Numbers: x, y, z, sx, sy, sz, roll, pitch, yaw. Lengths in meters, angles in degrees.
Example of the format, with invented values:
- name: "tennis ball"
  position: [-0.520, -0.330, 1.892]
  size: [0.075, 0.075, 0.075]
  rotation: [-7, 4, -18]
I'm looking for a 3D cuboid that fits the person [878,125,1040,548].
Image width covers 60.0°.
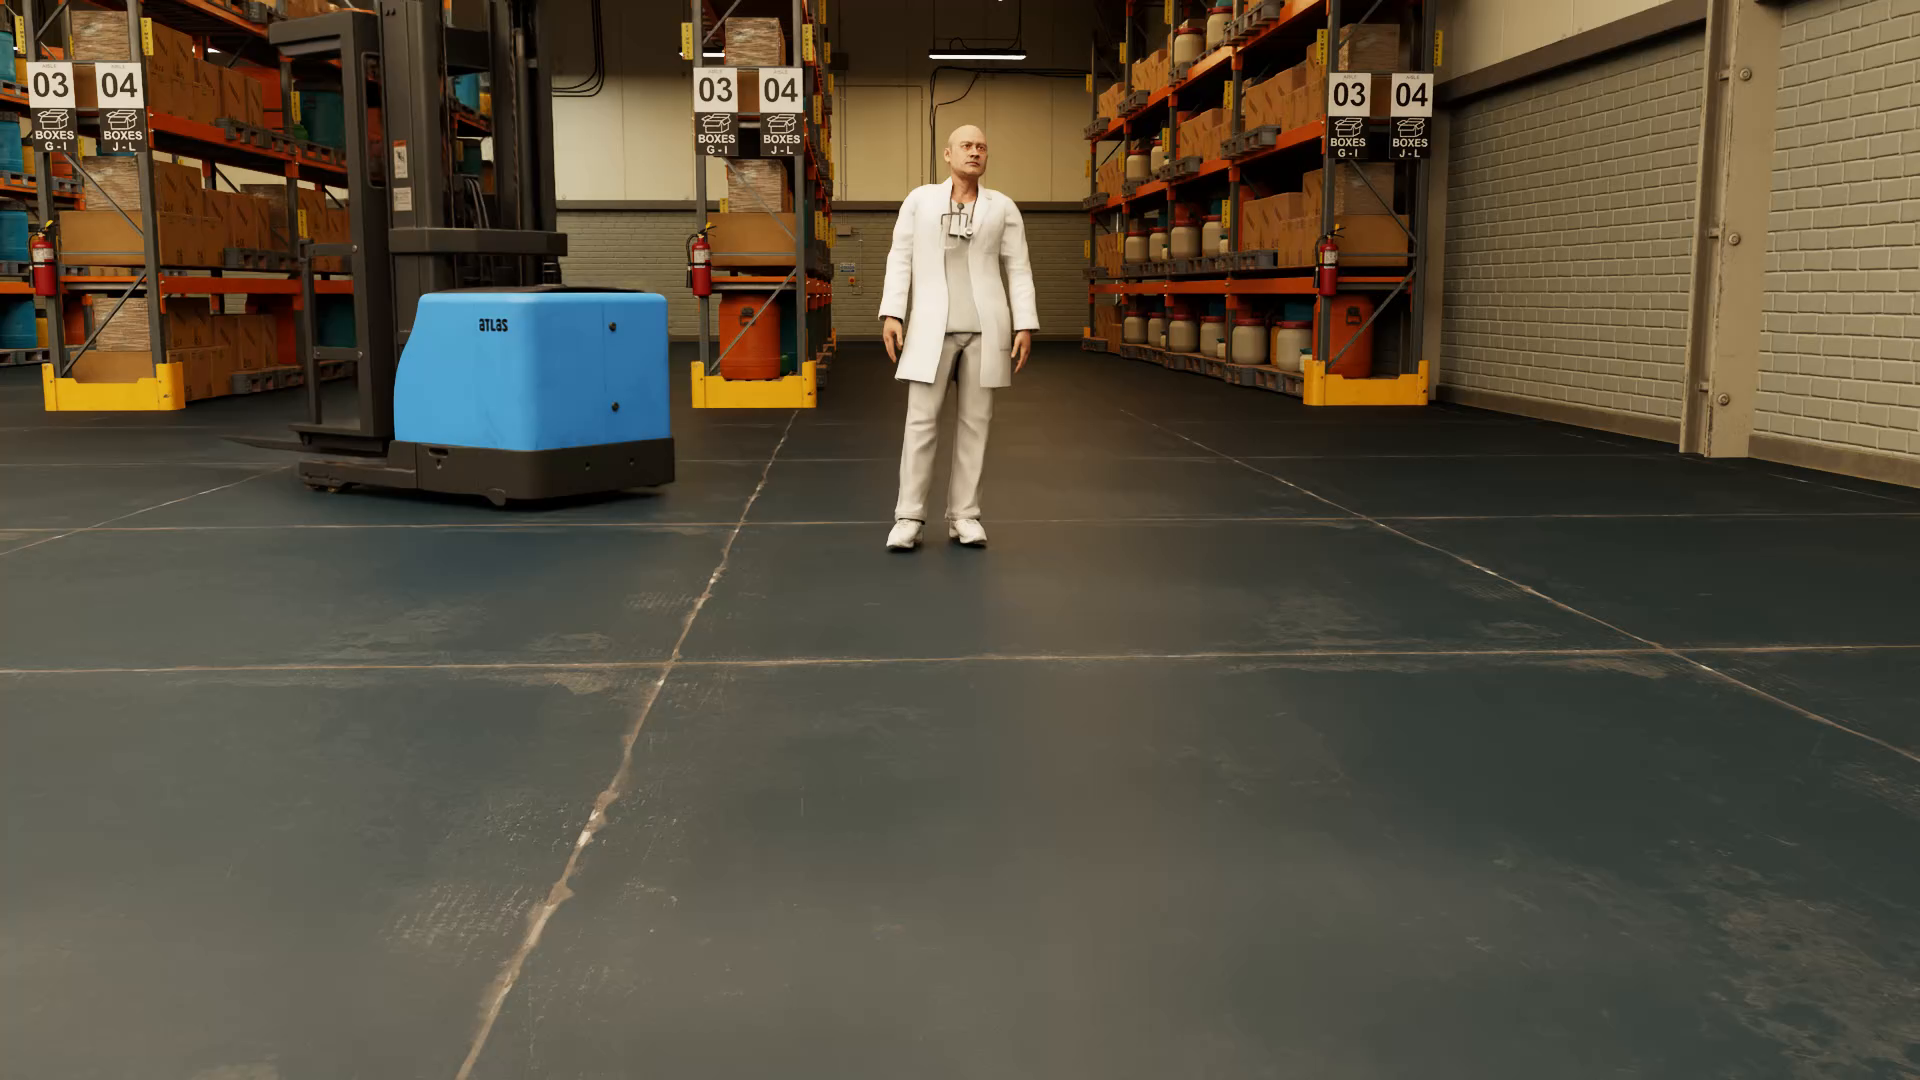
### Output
- name: "person"
  position: [0.001, -0.873, 7.089]
  size: [0.694, 1.775, 0.581]
  rotation: [-1, 8, -4]

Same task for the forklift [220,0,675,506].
- name: "forklift"
  position: [-3.023, -1.762, 9.195]
  size: [3.031, 2.935, 1.130]
  rotation: [6, 10, 35]
